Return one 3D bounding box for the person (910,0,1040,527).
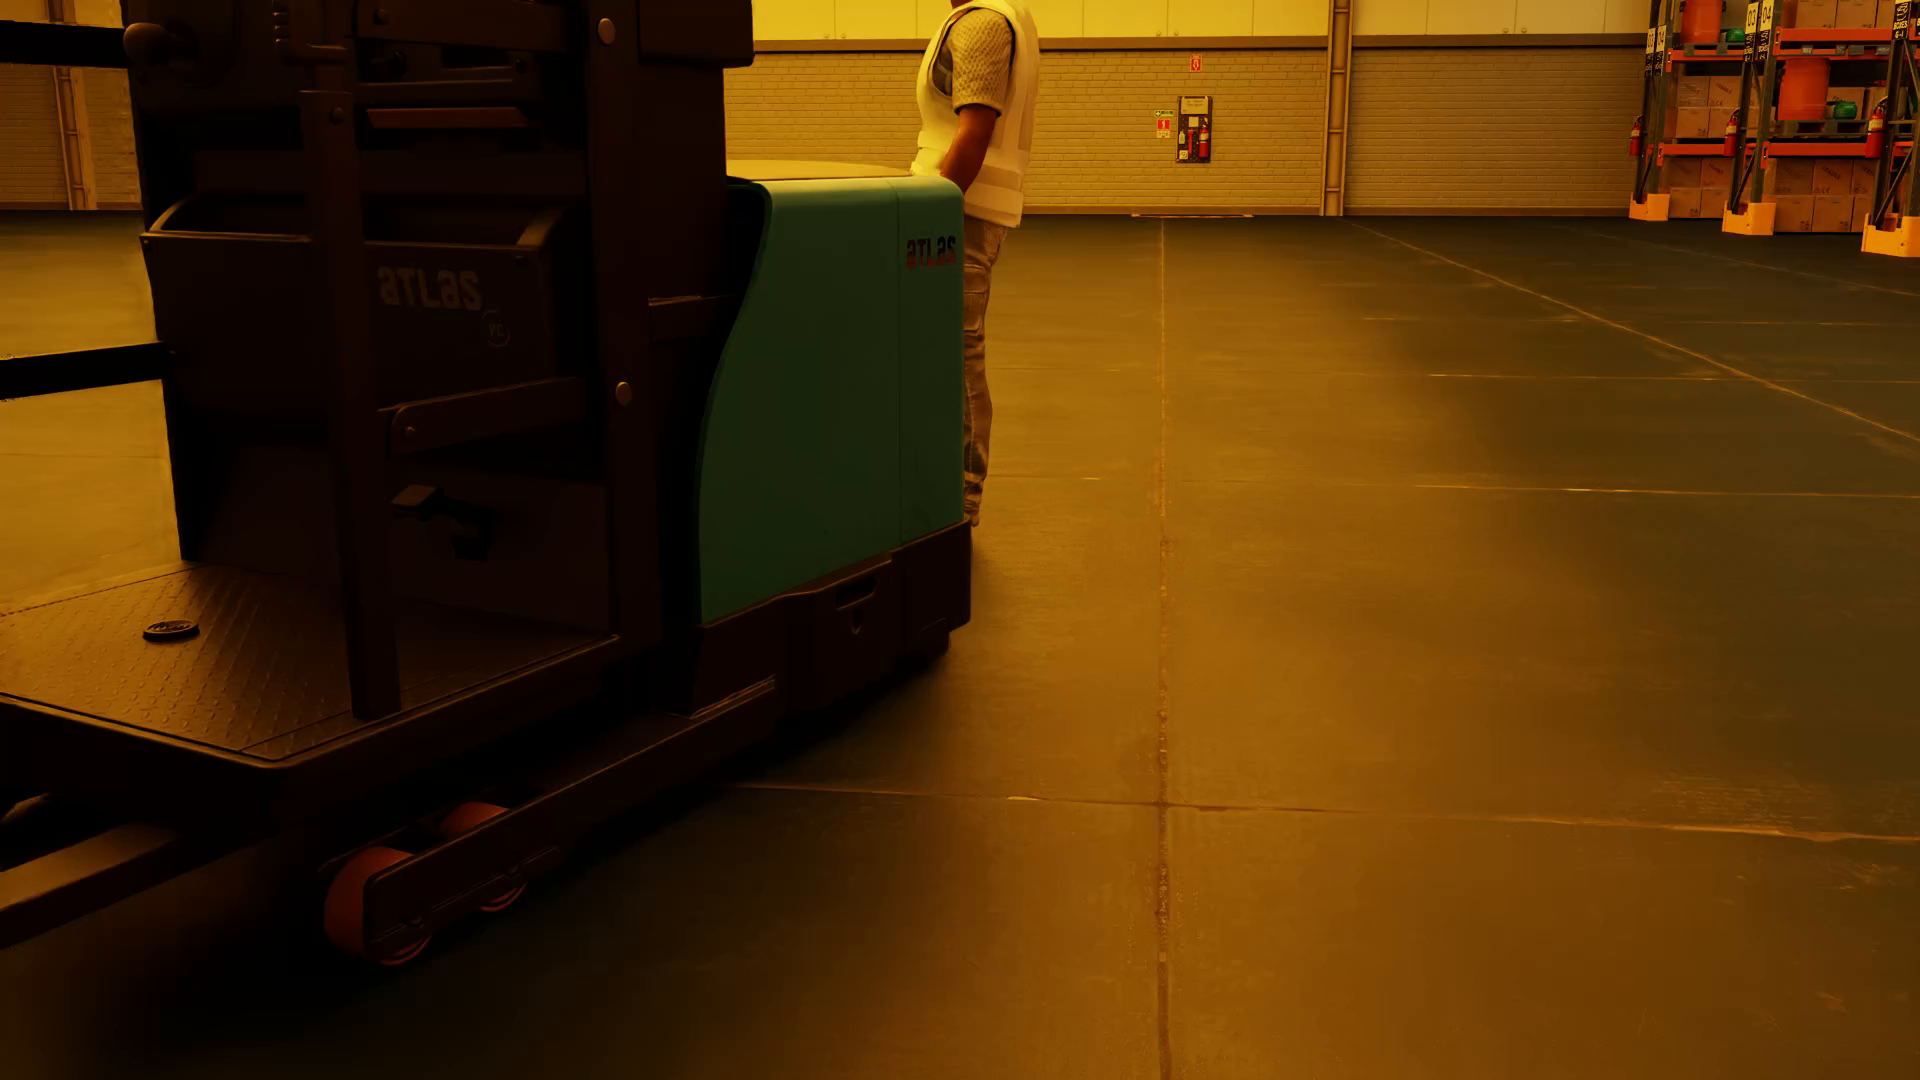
[{"bbox_3d":[-0.070,-0.918,4.749,0.577,1.781,0.656,2,13,7],"label":"person"}]

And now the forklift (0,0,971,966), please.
[{"bbox_3d":[-1.122,-0.939,2.527,1.130,2.935,3.031,7,15,28],"label":"forklift"}]
